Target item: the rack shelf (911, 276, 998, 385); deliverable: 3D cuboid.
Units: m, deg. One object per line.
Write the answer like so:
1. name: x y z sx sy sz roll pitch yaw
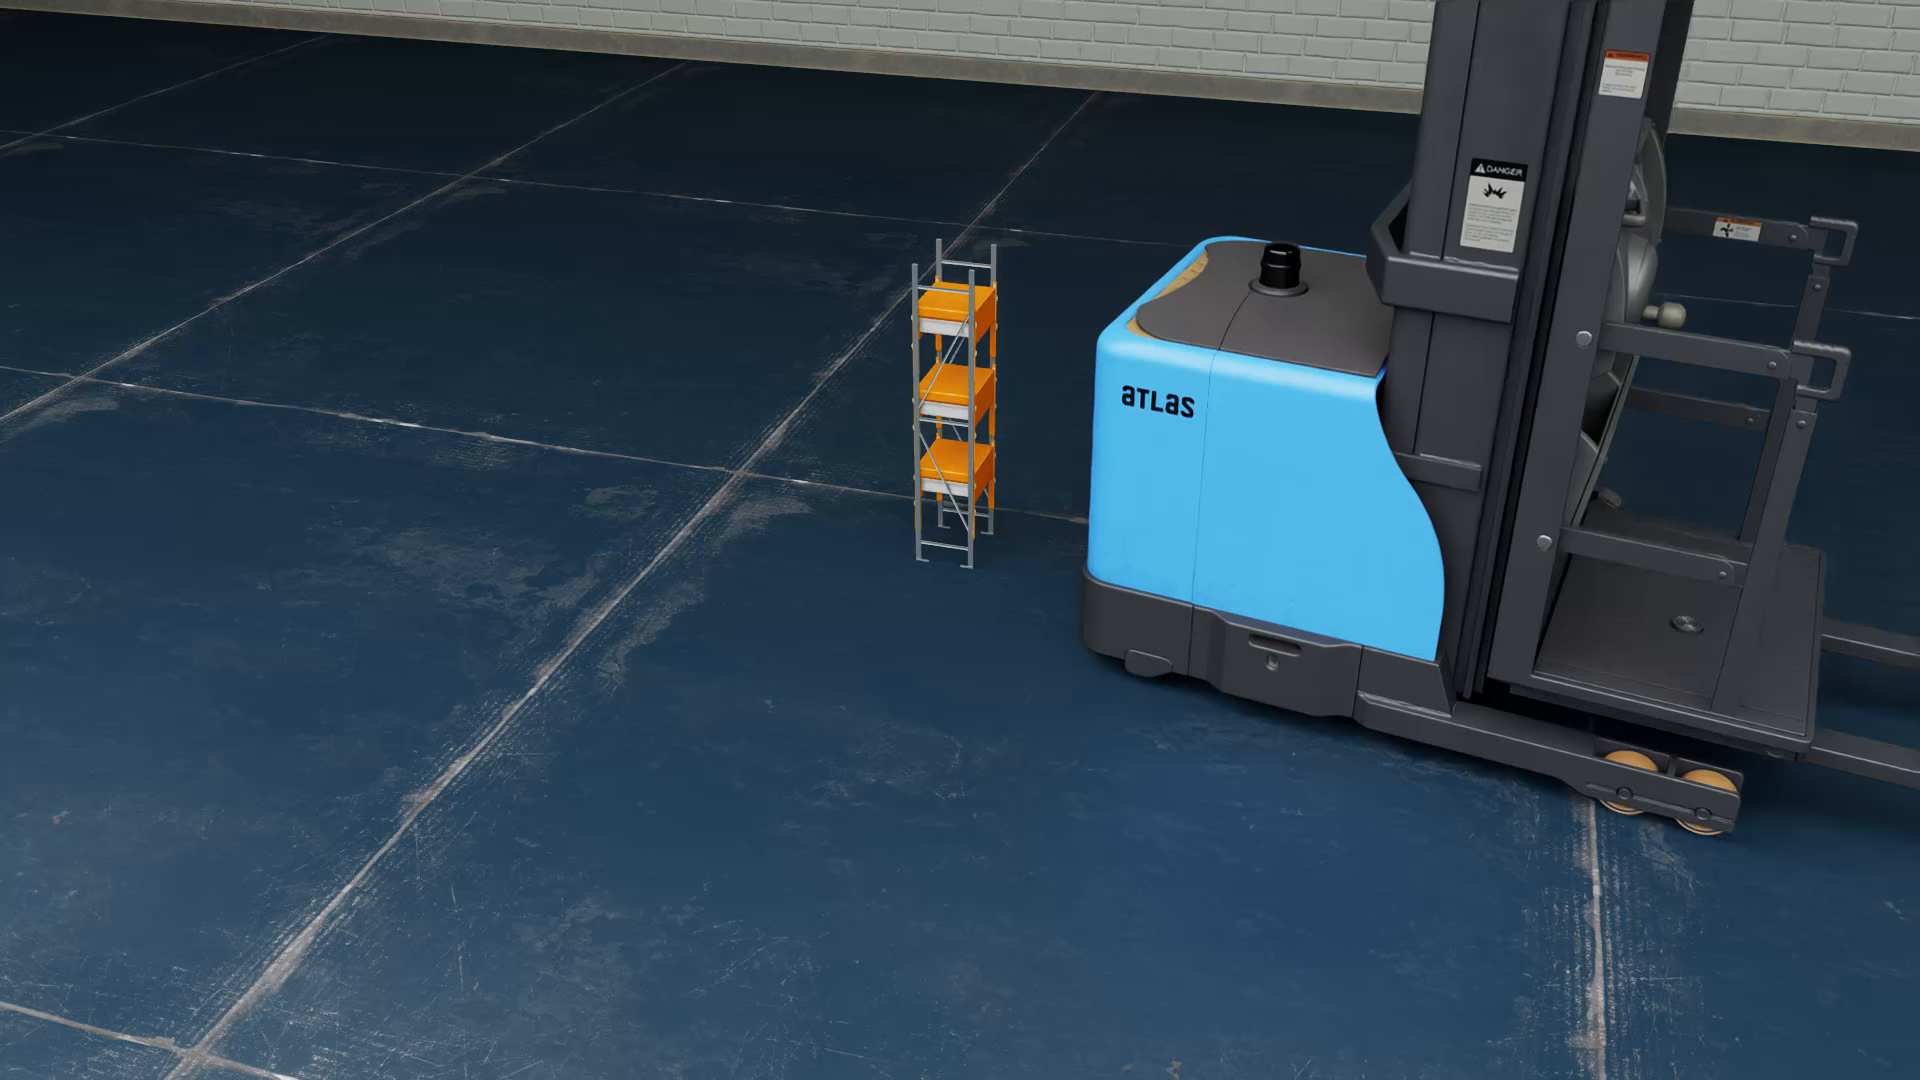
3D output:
1. rack shelf: -0.016 -0.673 5.317 0.215 0.259 0.240 8 30 15

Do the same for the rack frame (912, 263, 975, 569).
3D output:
1. rack frame: -0.052 -0.377 5.348 0.200 1.050 0.008 8 30 15

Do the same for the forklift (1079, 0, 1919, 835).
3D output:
1. forklift: 1.919 -0.804 4.180 3.031 2.935 1.130 13 32 23

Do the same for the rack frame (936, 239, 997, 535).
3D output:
1. rack frame: 0.020 -0.491 5.552 0.200 1.050 0.008 8 30 15

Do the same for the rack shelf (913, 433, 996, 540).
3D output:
1. rack shelf: -0.016 -0.182 5.590 0.215 0.259 0.240 8 30 15

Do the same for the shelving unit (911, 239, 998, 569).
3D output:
1. shelving unit: -0.016 -0.434 5.450 0.215 1.050 0.252 8 30 15

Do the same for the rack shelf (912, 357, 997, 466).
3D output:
1. rack shelf: -0.016 -0.425 5.455 0.215 0.259 0.240 8 30 15
